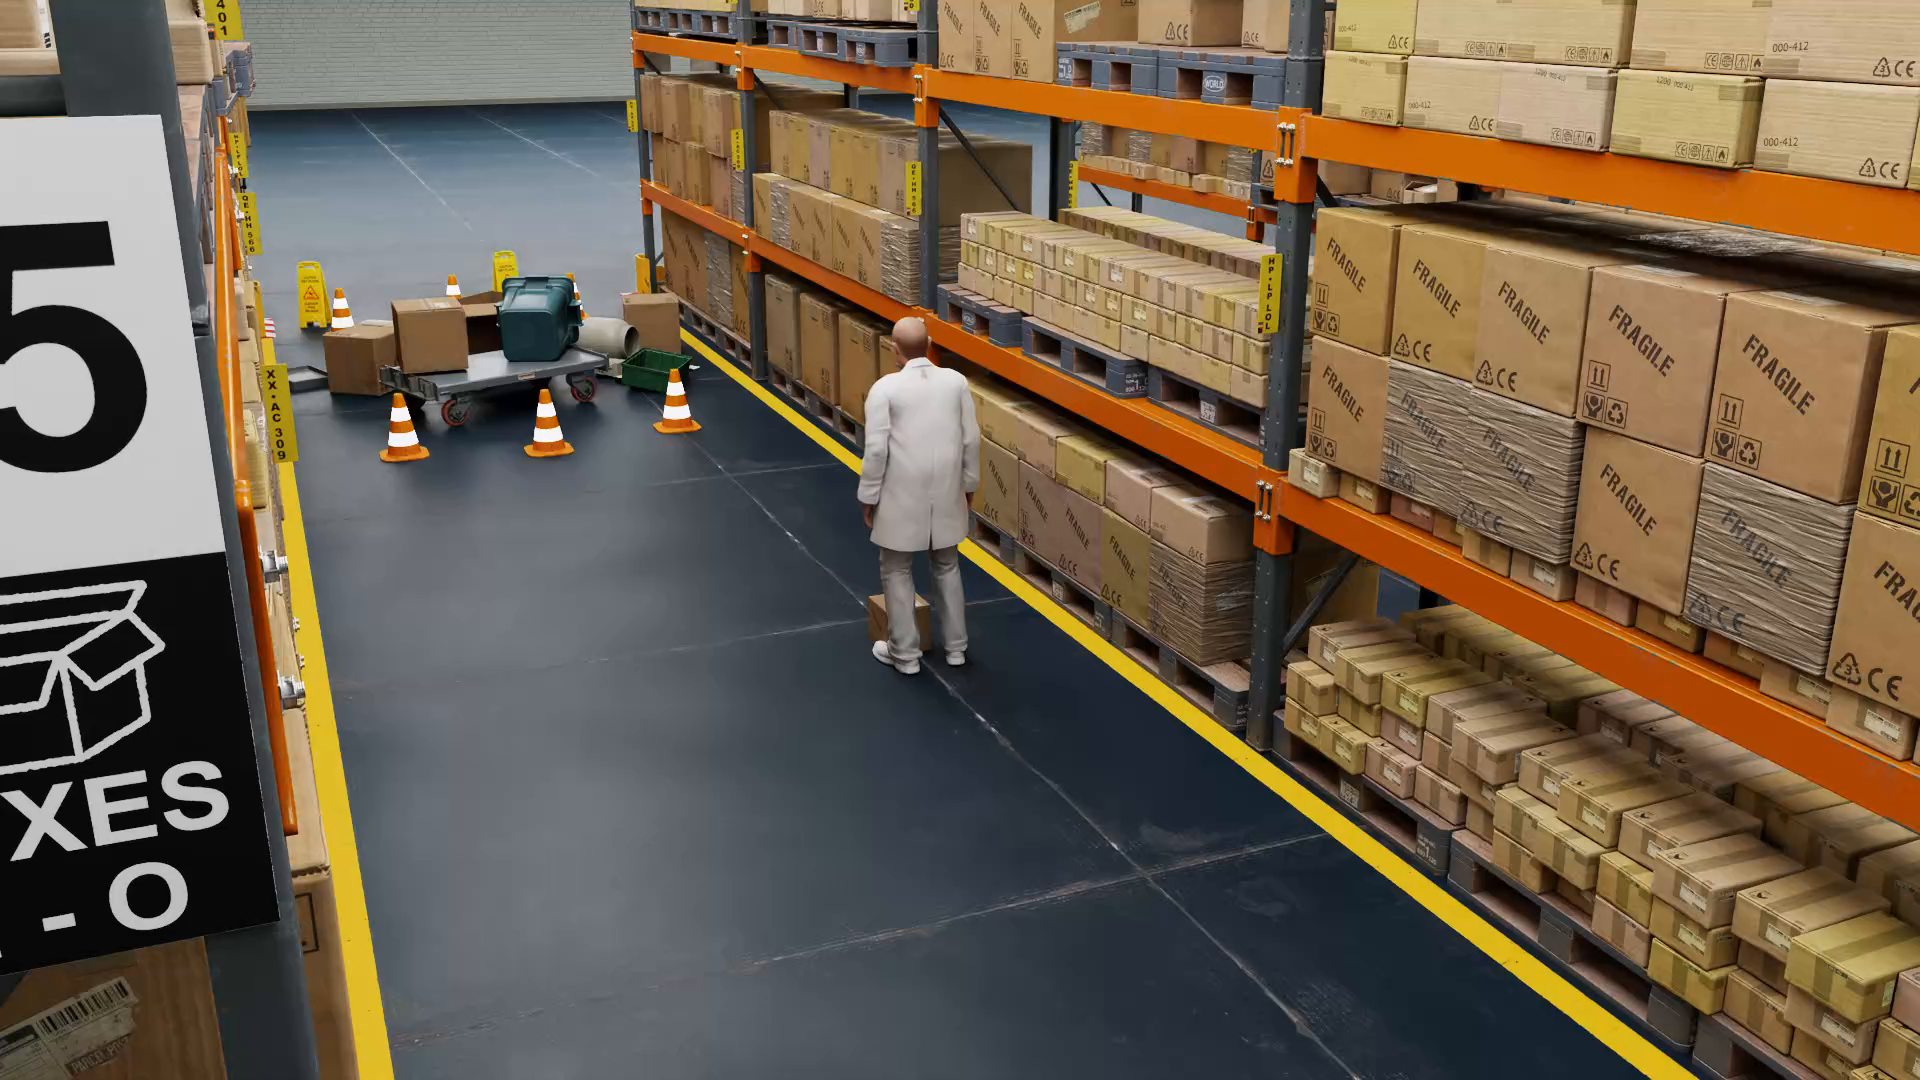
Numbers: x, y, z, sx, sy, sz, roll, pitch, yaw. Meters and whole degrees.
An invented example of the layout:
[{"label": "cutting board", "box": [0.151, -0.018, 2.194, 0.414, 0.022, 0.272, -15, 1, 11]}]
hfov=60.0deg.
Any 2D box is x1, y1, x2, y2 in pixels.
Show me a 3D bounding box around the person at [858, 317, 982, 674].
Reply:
[{"label": "person", "box": [-0.201, -0.219, 8.239, 0.640, 1.773, 0.426, -8, 20, -22]}]
